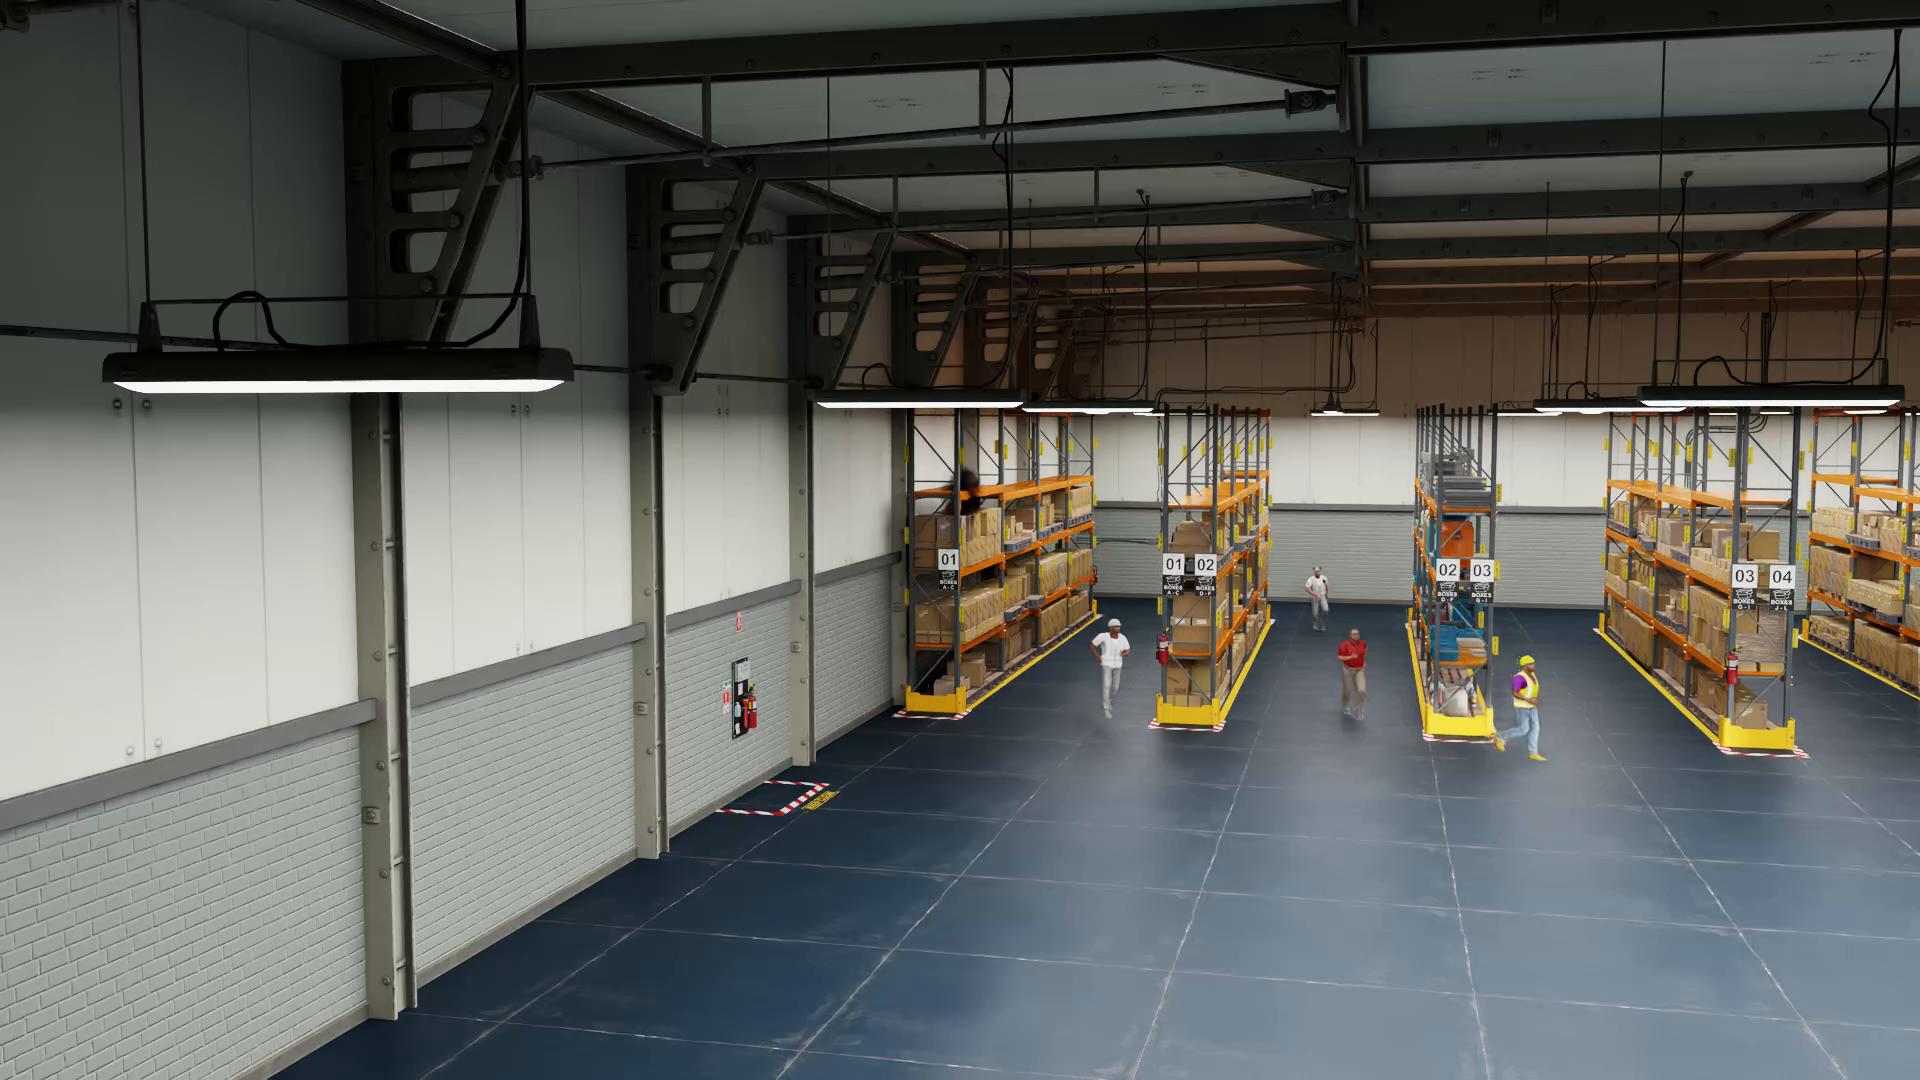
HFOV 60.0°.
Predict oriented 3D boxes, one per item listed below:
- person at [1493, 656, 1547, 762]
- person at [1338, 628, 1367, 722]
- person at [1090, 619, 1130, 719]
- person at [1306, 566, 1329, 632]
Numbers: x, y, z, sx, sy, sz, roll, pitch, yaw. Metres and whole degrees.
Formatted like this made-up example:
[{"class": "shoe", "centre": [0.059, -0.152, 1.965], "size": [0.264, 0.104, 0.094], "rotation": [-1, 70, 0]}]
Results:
[{"class": "person", "centre": [9.485, 2.818, 28.032], "size": [0.870, 1.761, 0.709], "rotation": [4, 6, 43]}, {"class": "person", "centre": [7.487, 2.574, 31.713], "size": [0.629, 1.809, 0.853], "rotation": [0, 4, -2]}, {"class": "person", "centre": [2.836, 2.345, 30.788], "size": [0.723, 1.760, 0.893], "rotation": [-2, 4, -21]}, {"class": "person", "centre": [9.674, 1.587, 44.879], "size": [0.676, 1.781, 0.660], "rotation": [0, 4, -1]}]
